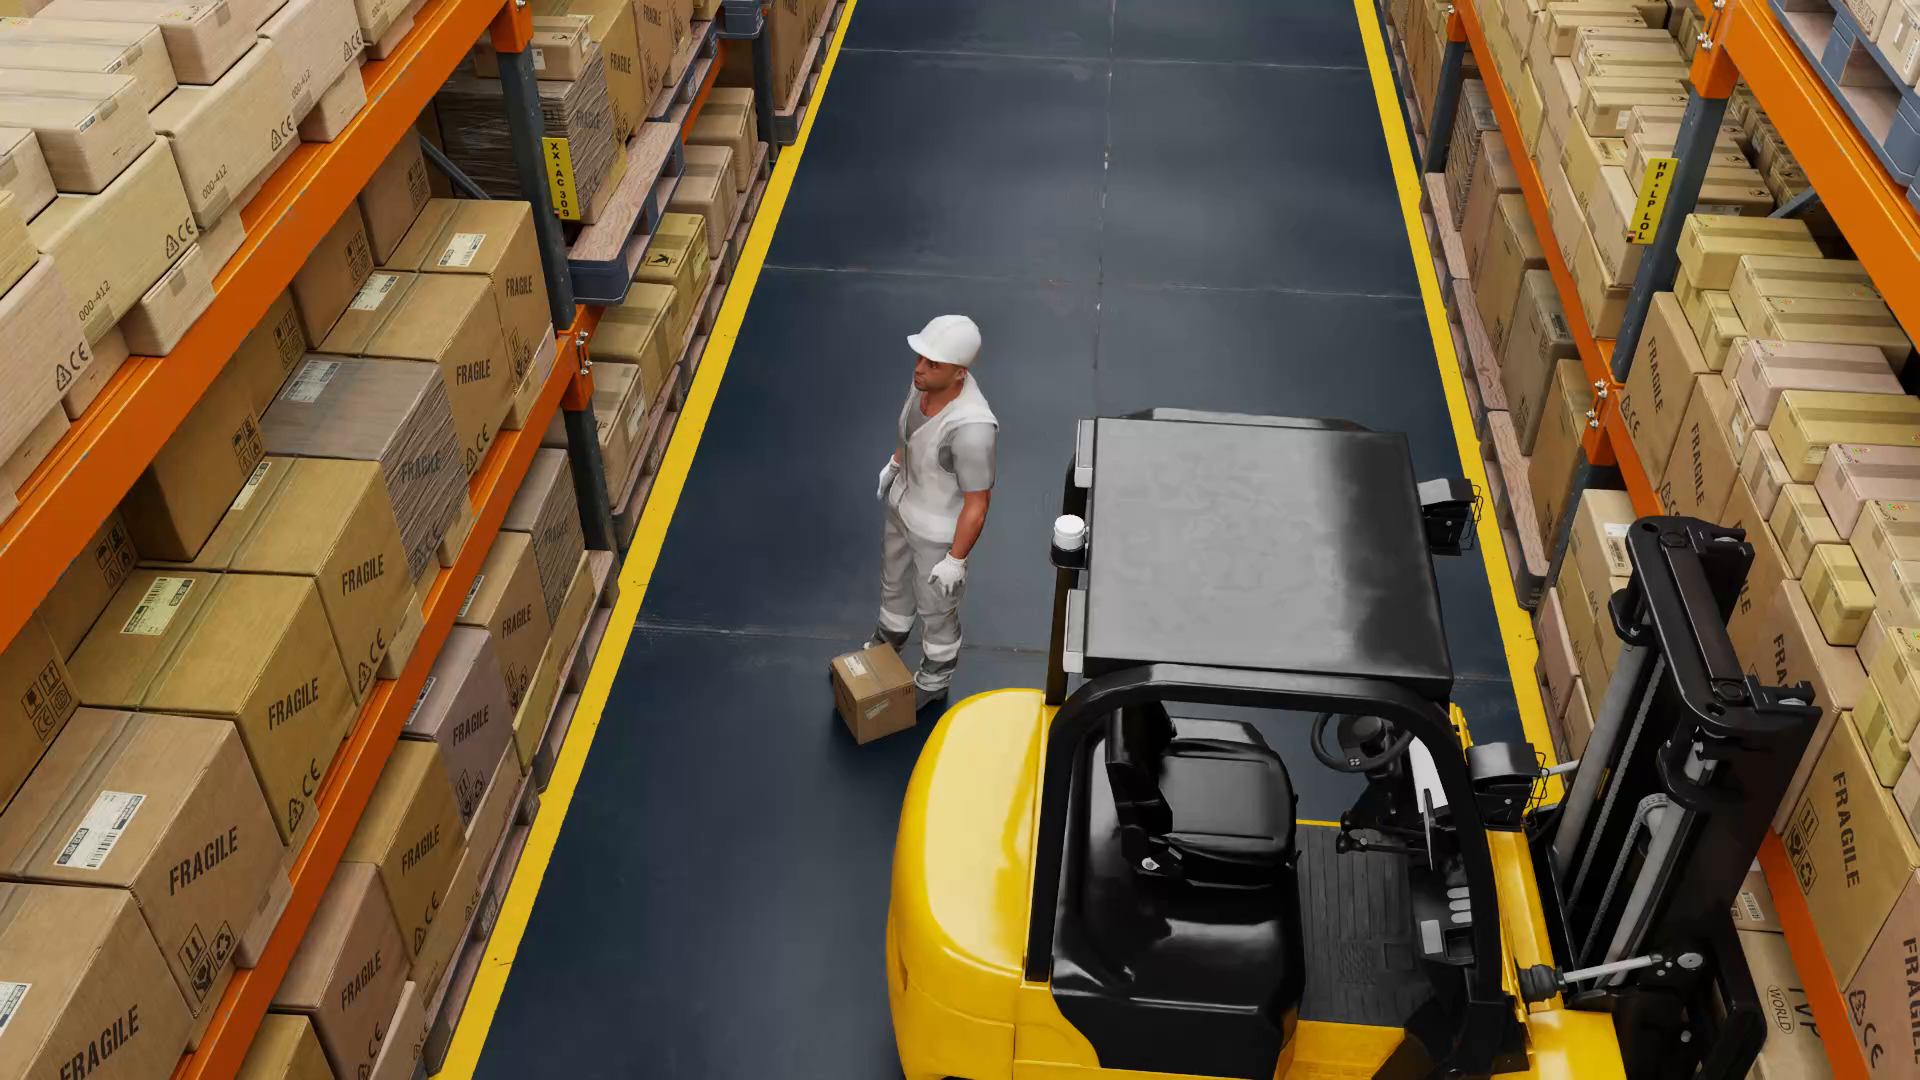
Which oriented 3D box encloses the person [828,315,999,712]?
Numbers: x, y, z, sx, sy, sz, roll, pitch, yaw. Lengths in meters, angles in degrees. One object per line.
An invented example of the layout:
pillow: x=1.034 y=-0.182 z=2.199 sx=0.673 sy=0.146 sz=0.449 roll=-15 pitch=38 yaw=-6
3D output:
person: x=-0.179 y=-0.058 z=6.193 sx=0.563 sy=1.789 sz=0.638 roll=-16 pitch=42 yaw=-18
